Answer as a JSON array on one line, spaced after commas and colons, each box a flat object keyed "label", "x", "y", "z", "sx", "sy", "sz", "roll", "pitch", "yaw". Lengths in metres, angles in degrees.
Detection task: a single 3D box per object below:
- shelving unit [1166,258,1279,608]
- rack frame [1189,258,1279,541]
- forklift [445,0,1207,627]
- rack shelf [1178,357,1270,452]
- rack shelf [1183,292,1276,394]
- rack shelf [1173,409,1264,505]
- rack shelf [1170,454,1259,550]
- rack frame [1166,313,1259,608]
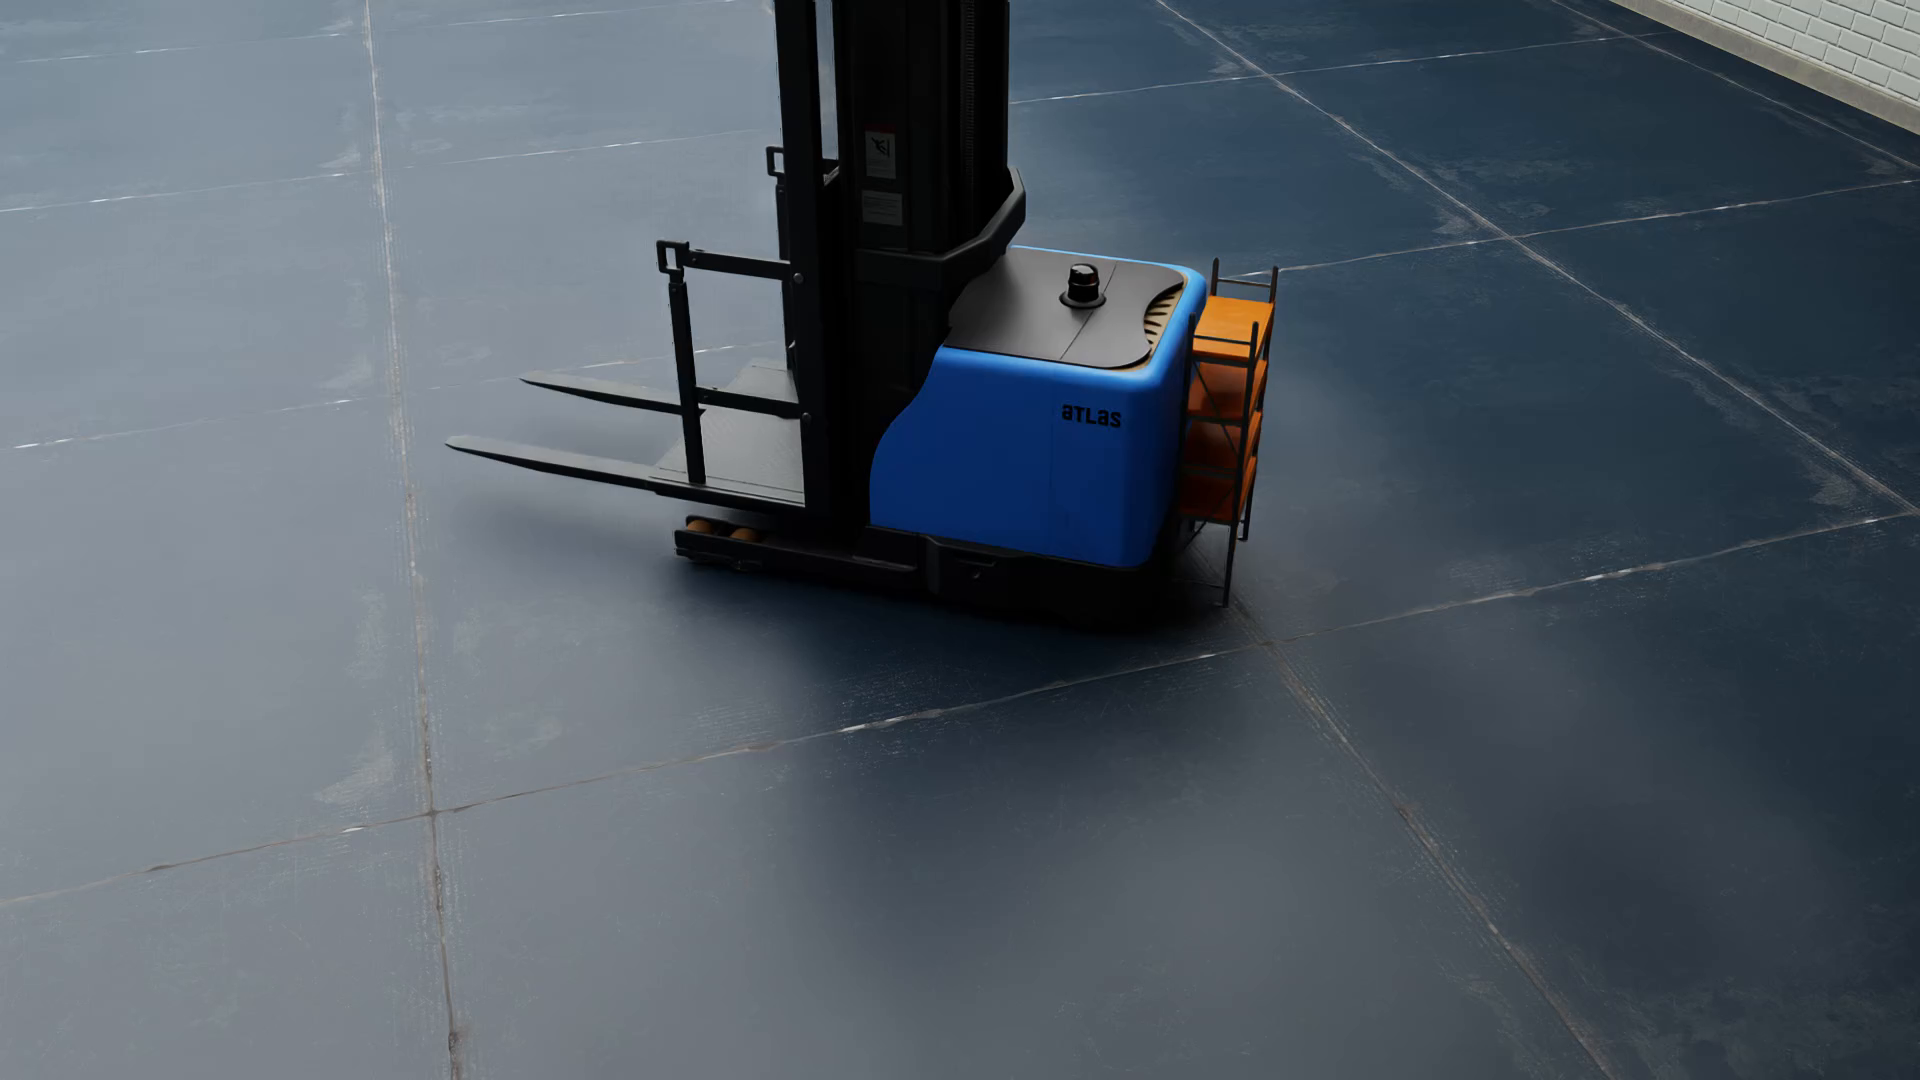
[{"label": "shelving unit", "x": 0.981, "y": -0.392, "z": 6.255, "sx": 0.258, "sy": 1.200, "sz": 0.503, "roll": 10, "pitch": 35, "yaw": 14}, {"label": "rack frame", "x": 1.053, "y": -0.521, "z": 6.450, "sx": 0.240, "sy": 1.200, "sz": 0.015, "roll": 10, "pitch": 35, "yaw": 14}, {"label": "forklift", "x": -0.615, "y": -1.365, "z": 6.157, "sx": 3.031, "sy": 2.935, "sz": 1.130, "roll": 10, "pitch": 35, "yaw": 15}, {"label": "rack shelf", "x": 0.981, "y": -0.523, "z": 6.169, "sx": 0.258, "sy": 0.148, "sz": 0.480, "roll": 10, "pitch": 35, "yaw": 14}, {"label": "rack shelf", "x": 0.982, "y": -0.720, "z": 6.039, "sx": 0.258, "sy": 0.148, "sz": 0.480, "roll": 10, "pitch": 35, "yaw": 14}, {"label": "rack shelf", "x": 0.981, "y": -0.336, "z": 6.292, "sx": 0.258, "sy": 0.148, "sz": 0.480, "roll": 10, "pitch": 35, "yaw": 14}, {"label": "rack shelf", "x": 0.981, "y": -0.171, "z": 6.402, "sx": 0.258, "sy": 0.148, "sz": 0.480, "roll": 10, "pitch": 35, "yaw": 14}, {"label": "rack frame", "x": 0.910, "y": -0.264, "z": 6.061, "sx": 0.240, "sy": 1.200, "sz": 0.015, "roll": 10, "pitch": 35, "yaw": 14}]
